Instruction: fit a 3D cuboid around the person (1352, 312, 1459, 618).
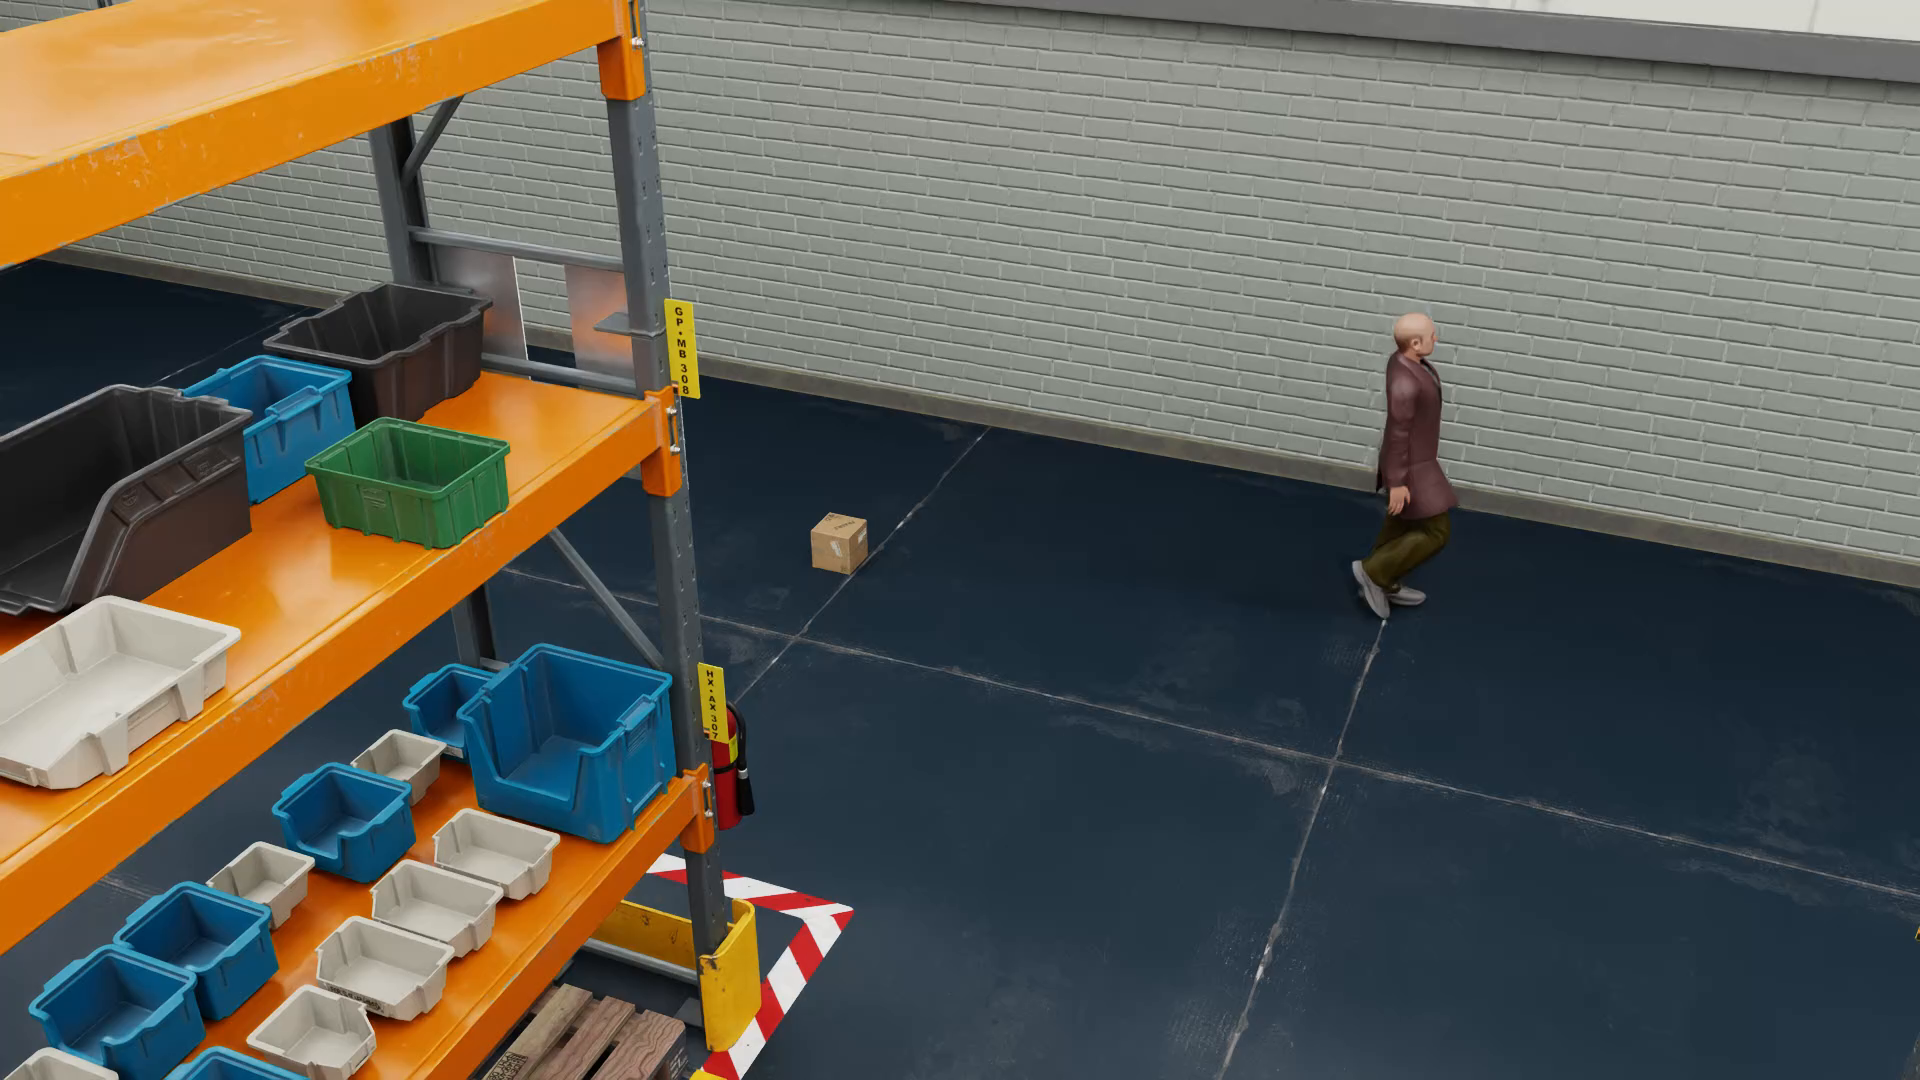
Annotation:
[{"bbox_3d":[2.473,-0.398,9.086,0.509,1.778,0.606,6,30,11],"label":"person"}]
